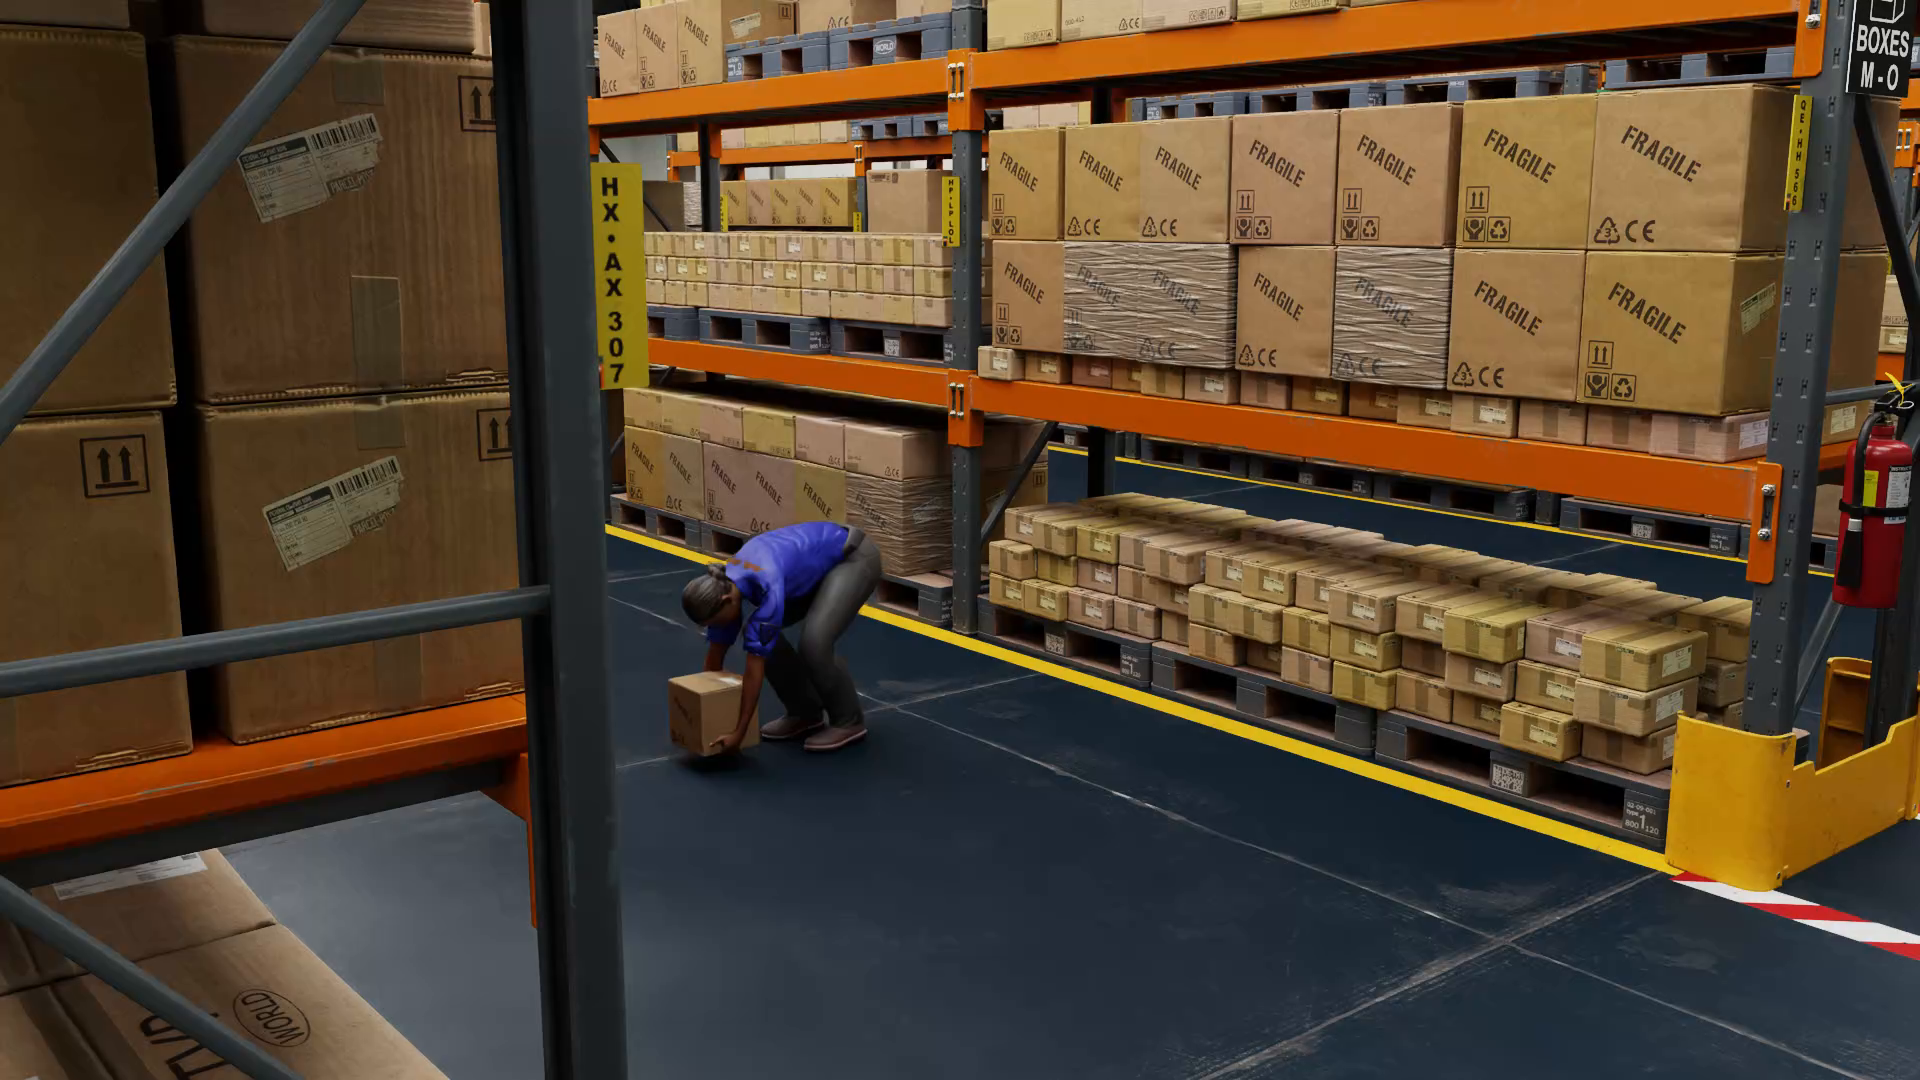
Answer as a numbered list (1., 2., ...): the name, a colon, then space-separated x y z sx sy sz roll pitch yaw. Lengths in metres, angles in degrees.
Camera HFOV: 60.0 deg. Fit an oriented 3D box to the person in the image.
1. person: -0.694 0.388 6.498 0.865 0.878 0.456 -10 15 -40
